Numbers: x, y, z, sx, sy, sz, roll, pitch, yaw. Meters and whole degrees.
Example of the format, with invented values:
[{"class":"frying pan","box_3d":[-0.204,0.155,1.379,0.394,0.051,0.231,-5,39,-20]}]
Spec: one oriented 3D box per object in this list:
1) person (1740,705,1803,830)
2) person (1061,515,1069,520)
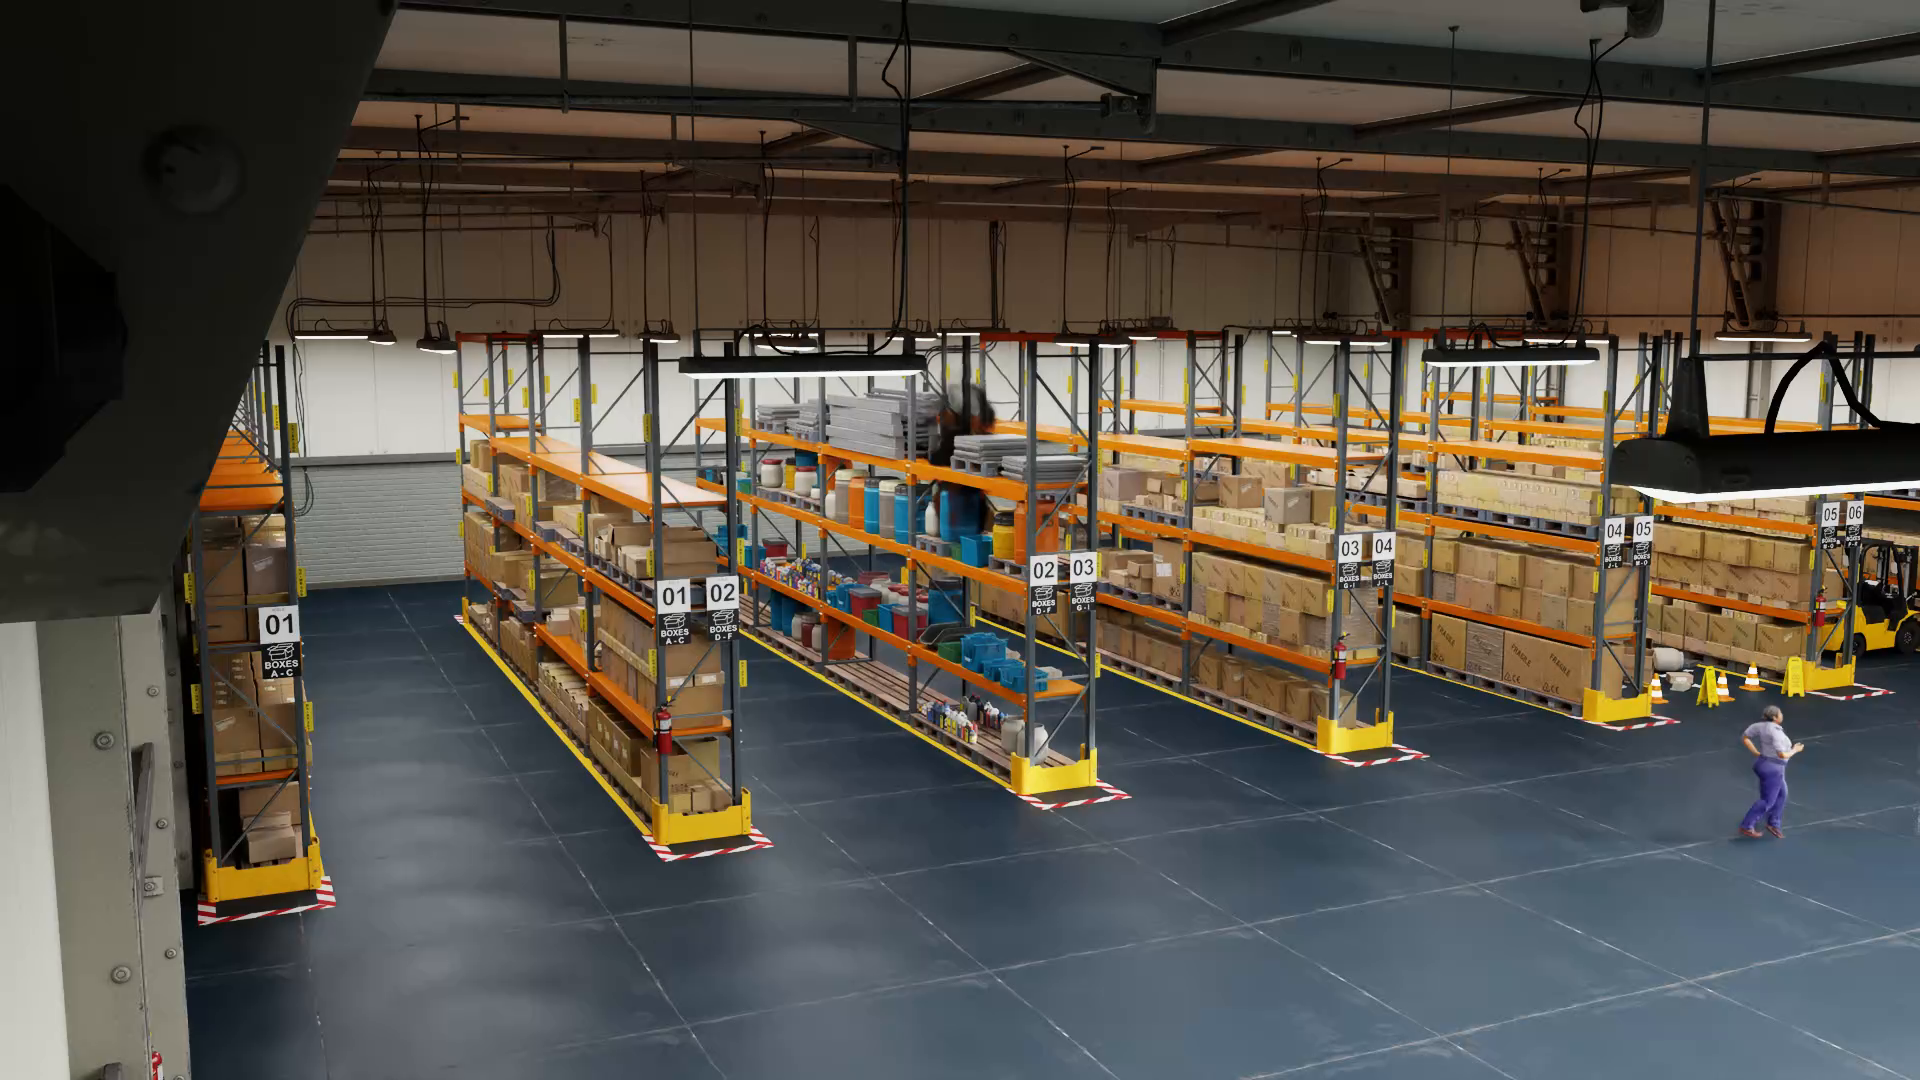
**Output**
[{"class":"person","box_3d":[9.786,2.745,20.065,0.684,1.536,0.585,1,8,4]},{"class":"person","box_3d":[2.416,0.235,39.420,0.639,1.664,0.818,-2,8,-13]}]
